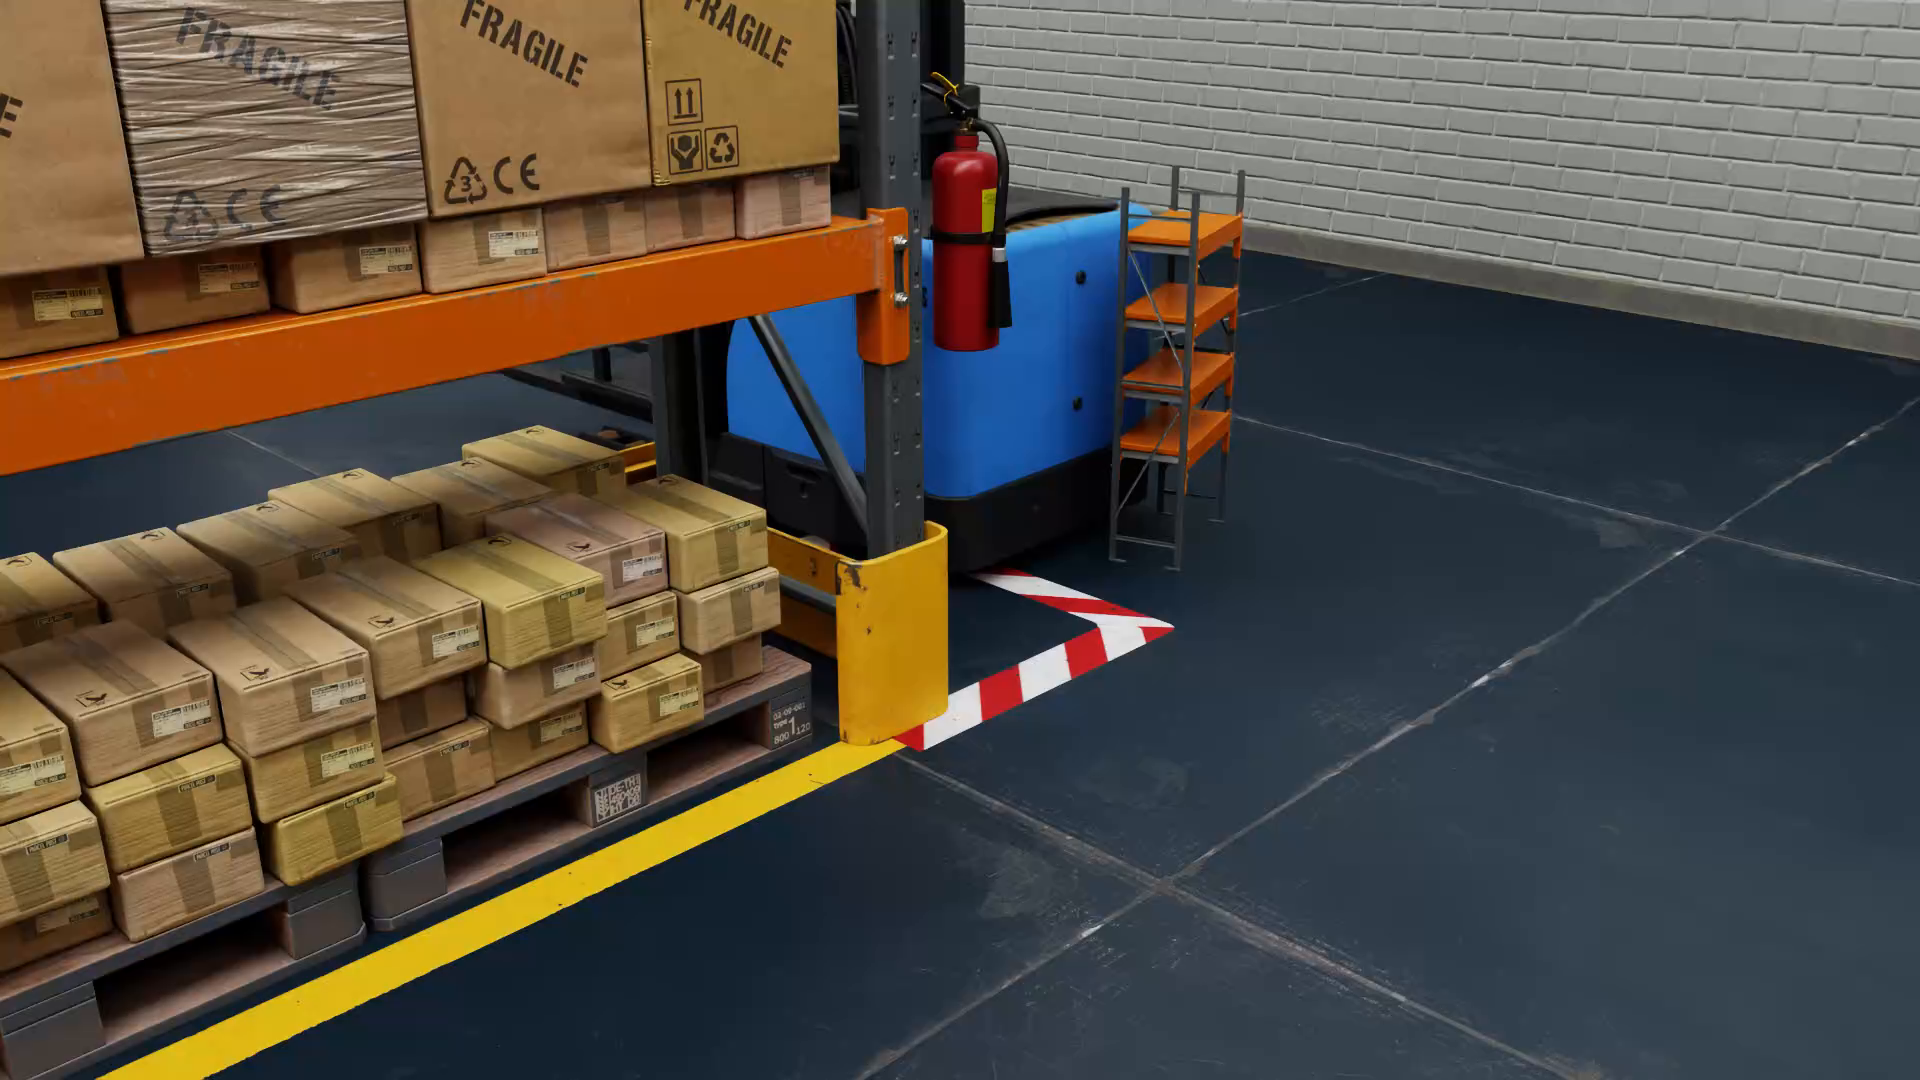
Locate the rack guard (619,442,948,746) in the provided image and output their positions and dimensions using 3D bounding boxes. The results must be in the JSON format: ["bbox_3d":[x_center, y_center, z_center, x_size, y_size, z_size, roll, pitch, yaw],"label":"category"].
[{"bbox_3d":[-0.543,0.109,4.595,1.175,0.500,0.348,19,28,41],"label":"rack guard"}]

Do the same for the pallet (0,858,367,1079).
[{"bbox_3d":[-1.986,0.755,3.315,1.003,0.211,1.213,19,28,41],"label":"pallet"}]

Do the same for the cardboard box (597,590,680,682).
[{"bbox_3d":[-0.875,0.179,3.902,0.380,0.149,0.250,18,28,39],"label":"cardboard box"}]

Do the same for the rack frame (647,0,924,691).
[{"bbox_3d":[-0.490,-1.078,4.198,1.000,3.000,0.127,19,28,41],"label":"rack frame"}]

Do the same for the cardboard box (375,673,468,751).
[{"bbox_3d":[-1.276,0.303,3.580,0.380,0.149,0.250,19,28,40],"label":"cardboard box"}]

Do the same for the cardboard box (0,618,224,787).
[{"bbox_3d":[-1.621,0.301,3.170,0.380,0.149,0.250,18,27,39],"label":"cardboard box"}]

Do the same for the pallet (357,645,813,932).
[{"bbox_3d":[-1.135,0.443,4.127,1.003,0.211,1.213,19,28,41],"label":"pallet"}]

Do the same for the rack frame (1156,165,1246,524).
[{"bbox_3d":[0.799,-0.636,5.557,0.240,1.200,0.015,9,23,23],"label":"rack frame"}]

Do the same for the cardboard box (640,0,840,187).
[{"bbox_3d":[-0.619,-1.083,3.658,0.500,0.500,0.500,-19,28,-41],"label":"cardboard box"}]

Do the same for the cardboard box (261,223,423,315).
[{"bbox_3d":[-1.246,-0.551,3.178,0.380,0.149,0.250,18,27,38],"label":"cardboard box"}]

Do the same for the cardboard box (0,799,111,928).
[{"bbox_3d":[-1.731,0.535,2.977,0.380,0.149,0.250,20,28,41],"label":"cardboard box"}]

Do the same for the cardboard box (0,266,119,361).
[{"bbox_3d":[-1.650,-0.425,2.848,0.250,0.149,0.380,-20,28,-41],"label":"cardboard box"}]

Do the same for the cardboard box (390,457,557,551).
[{"bbox_3d":[-1.205,-0.070,4.135,0.250,0.149,0.380,-20,28,-41],"label":"cardboard box"}]

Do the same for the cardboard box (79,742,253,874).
[{"bbox_3d":[-1.559,0.457,3.179,0.250,0.149,0.380,-18,28,-39],"label":"cardboard box"}]

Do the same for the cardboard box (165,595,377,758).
[{"bbox_3d":[-1.357,0.261,3.274,0.250,0.149,0.380,-19,28,-40],"label":"cardboard box"}]

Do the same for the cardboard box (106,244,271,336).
[{"bbox_3d":[-1.477,-0.497,3.037,0.380,0.149,0.250,18,27,38],"label":"cardboard box"}]

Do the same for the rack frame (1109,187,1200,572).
[{"bbox_3d":[0.594,-0.477,5.143,0.240,1.200,0.015,9,23,23],"label":"rack frame"}]

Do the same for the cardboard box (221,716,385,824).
[{"bbox_3d":[-1.367,0.396,3.338,0.250,0.149,0.380,-20,28,-41],"label":"cardboard box"}]

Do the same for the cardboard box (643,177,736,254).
[{"bbox_3d":[-0.715,-0.751,3.699,0.380,0.149,0.250,19,28,41],"label":"cardboard box"}]

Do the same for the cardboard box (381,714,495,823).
[{"bbox_3d":[-1.224,0.449,3.614,0.380,0.149,0.250,20,28,41],"label":"cardboard box"}]

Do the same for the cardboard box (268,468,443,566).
[{"bbox_3d":[-1.473,-0.037,4.050,0.380,0.149,0.250,19,28,40],"label":"cardboard box"}]

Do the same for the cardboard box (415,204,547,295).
[{"bbox_3d":[-1.041,-0.612,3.335,0.250,0.149,0.380,-19,28,-41],"label":"cardboard box"}]

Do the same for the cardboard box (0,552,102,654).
[{"bbox_3d":[-2.003,0.172,3.505,0.250,0.149,0.380,-20,28,-41],"label":"cardboard box"}]

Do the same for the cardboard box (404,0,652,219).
[{"bbox_3d":[-0.982,-0.952,3.317,0.500,0.500,0.500,19,28,40],"label":"cardboard box"}]

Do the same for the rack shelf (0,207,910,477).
[{"bbox_3d":[-1.885,-0.228,2.989,1.077,0.370,4.000,19,28,41],"label":"rack shelf"}]

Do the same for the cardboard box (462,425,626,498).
[{"bbox_3d":[-1.099,-0.171,4.398,0.380,0.149,0.250,18,27,38],"label":"cardboard box"}]

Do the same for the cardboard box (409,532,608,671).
[{"bbox_3d":[-0.984,0.127,3.621,0.380,0.149,0.250,18,28,39],"label":"cardboard box"}]

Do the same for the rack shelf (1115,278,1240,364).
[{"bbox_3d":[0.697,-0.702,5.294,0.258,0.148,0.480,9,23,23],"label":"rack shelf"}]

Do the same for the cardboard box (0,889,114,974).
[{"bbox_3d":[-1.792,0.642,3.113,0.250,0.149,0.380,-19,28,-41],"label":"cardboard box"}]

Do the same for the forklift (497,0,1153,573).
[{"bbox_3d":[-0.780,-1.687,5.879,3.031,2.935,1.130,18,27,39],"label":"forklift"}]

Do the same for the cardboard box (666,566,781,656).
[{"bbox_3d":[-0.654,0.125,4.042,0.380,0.149,0.250,18,28,39],"label":"cardboard box"}]

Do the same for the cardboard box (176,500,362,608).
[{"bbox_3d":[-1.586,0.047,3.830,0.380,0.149,0.250,18,27,38],"label":"cardboard box"}]

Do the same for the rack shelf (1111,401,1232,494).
[{"bbox_3d":[0.697,-0.308,5.445,0.258,0.148,0.480,9,23,23],"label":"rack shelf"}]

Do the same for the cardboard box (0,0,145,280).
[{"bbox_3d":[-1.684,-0.694,2.645,0.500,0.500,0.500,-18,28,-39],"label":"cardboard box"}]

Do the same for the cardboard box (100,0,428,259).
[{"bbox_3d":[-1.329,-0.820,2.972,0.500,0.500,0.500,19,28,41],"label":"cardboard box"}]

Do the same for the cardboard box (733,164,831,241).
[{"bbox_3d":[-0.515,-0.806,3.841,0.380,0.149,0.250,19,28,41],"label":"cardboard box"}]

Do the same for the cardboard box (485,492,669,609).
[{"bbox_3d":[-0.894,0.029,3.877,0.250,0.149,0.380,-20,28,-41],"label":"cardboard box"}]

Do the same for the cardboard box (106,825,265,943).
[{"bbox_3d":[-1.562,0.595,3.233,0.250,0.149,0.380,-20,28,-41],"label":"cardboard box"}]

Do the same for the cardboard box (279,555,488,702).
[{"bbox_3d":[-1.210,0.178,3.490,0.380,0.149,0.250,18,27,39],"label":"cardboard box"}]

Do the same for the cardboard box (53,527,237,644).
[{"bbox_3d":[-1.787,0.116,3.651,0.250,0.149,0.380,-19,28,-40],"label":"cardboard box"}]

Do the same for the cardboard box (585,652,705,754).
[{"bbox_3d":[-0.815,0.336,3.908,0.250,0.149,0.380,-19,28,-40],"label":"cardboard box"}]

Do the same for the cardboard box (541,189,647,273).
[{"bbox_3d":[-0.880,-0.683,3.521,0.380,0.149,0.250,19,28,40],"label":"cardboard box"}]

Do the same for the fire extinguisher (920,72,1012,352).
[{"bbox_3d":[0.016,-0.817,4.146,0.296,0.674,0.183,19,28,41],"label":"fire extinguisher"}]

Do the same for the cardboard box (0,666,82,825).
[{"bbox_3d":[-1.783,0.375,2.976,0.380,0.149,0.250,19,28,41],"label":"cardboard box"}]

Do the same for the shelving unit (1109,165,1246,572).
[{"bbox_3d":[0.697,-0.556,5.350,0.258,1.200,0.503,9,23,23],"label":"shelving unit"}]

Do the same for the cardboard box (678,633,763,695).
[{"bbox_3d":[-0.708,0.244,4.146,0.250,0.149,0.380,-20,28,-41],"label":"cardboard box"}]

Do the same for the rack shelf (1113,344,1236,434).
[{"bbox_3d":[0.697,-0.494,5.374,0.258,0.148,0.480,9,23,23],"label":"rack shelf"}]

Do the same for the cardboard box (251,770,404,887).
[{"bbox_3d":[-1.357,0.530,3.402,0.380,0.149,0.250,18,27,38],"label":"cardboard box"}]

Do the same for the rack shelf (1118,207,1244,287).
[{"bbox_3d":[0.697,-0.923,5.209,0.258,0.148,0.480,9,23,23],"label":"rack shelf"}]

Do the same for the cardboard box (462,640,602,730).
[{"bbox_3d":[-1.015,0.259,3.693,0.380,0.149,0.250,18,27,39],"label":"cardboard box"}]

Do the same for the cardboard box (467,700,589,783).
[{"bbox_3d":[-1.061,0.382,3.787,0.380,0.149,0.250,19,28,40],"label":"cardboard box"}]

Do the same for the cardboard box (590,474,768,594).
[{"bbox_3d":[-0.678,-0.021,4.008,0.380,0.149,0.250,20,28,41],"label":"cardboard box"}]
